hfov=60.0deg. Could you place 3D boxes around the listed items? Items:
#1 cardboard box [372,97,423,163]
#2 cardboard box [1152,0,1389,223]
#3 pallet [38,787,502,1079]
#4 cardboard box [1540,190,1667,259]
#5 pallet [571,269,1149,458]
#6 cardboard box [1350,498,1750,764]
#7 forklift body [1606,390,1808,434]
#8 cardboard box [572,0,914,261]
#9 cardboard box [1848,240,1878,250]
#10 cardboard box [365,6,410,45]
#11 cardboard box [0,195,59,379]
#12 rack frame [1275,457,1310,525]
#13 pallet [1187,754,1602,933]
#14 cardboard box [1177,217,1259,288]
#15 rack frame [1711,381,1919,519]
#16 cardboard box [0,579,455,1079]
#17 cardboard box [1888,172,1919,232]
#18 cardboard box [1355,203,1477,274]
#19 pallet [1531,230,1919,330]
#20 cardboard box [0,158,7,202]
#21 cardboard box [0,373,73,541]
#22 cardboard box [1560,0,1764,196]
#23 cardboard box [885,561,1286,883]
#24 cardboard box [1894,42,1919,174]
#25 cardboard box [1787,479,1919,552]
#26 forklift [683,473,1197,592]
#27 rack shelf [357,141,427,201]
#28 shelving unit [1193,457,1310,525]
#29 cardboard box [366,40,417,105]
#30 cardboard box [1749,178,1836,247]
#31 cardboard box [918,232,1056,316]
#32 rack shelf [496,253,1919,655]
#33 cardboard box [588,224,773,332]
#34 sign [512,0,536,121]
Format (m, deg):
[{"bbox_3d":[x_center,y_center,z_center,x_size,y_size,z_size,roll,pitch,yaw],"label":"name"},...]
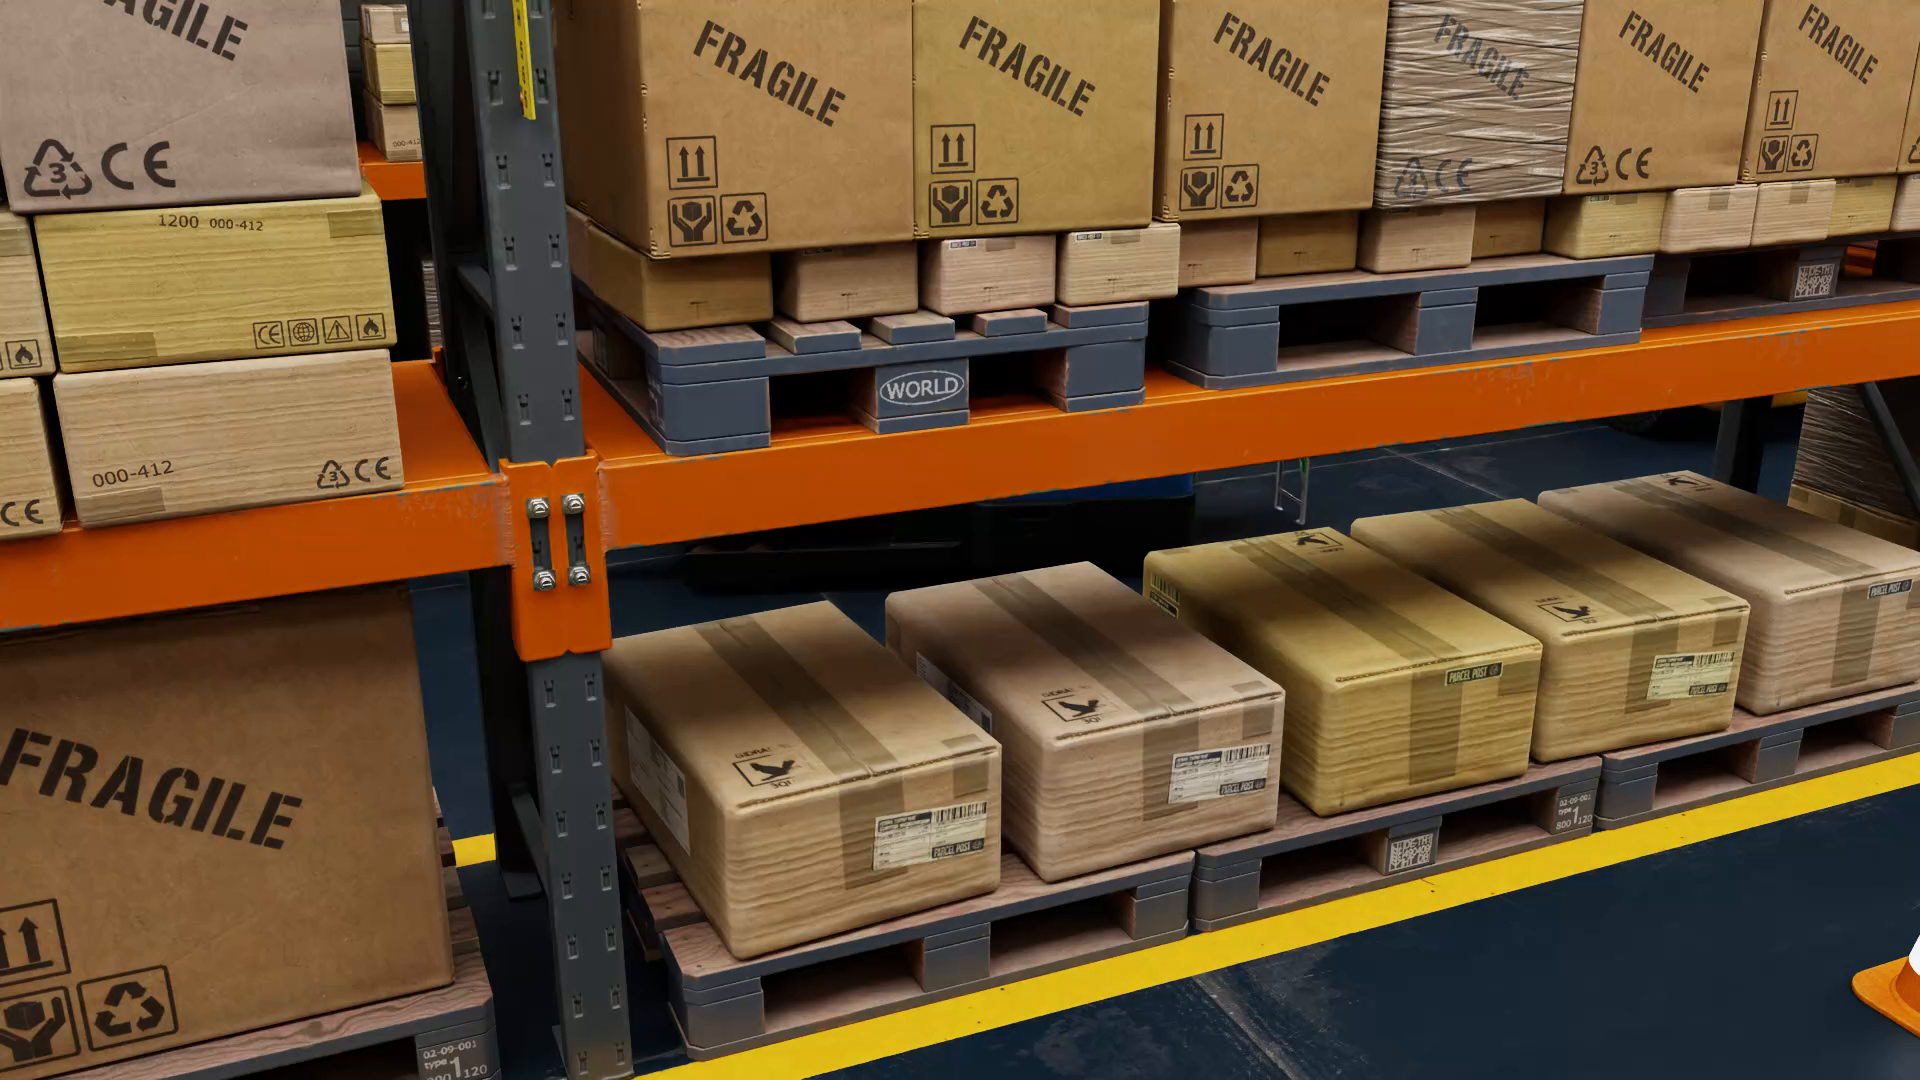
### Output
[{"bbox_3d":[-2.386,-1.885,7.585,0.500,0.250,0.500,-8,21,-22],"label":"cardboard box"},{"bbox_3d":[0.545,-0.975,3.545,0.500,0.500,0.500,-8,21,-21],"label":"cardboard box"},{"bbox_3d":[-1.674,0.937,3.542,1.213,0.211,1.003,-8,21,-22],"label":"pallet"},{"bbox_3d":[1.447,-0.783,3.974,0.250,0.149,0.380,-8,21,-22],"label":"cardboard box"},{"bbox_3d":[-0.308,-0.494,3.698,1.003,0.211,1.213,-8,21,-22],"label":"pallet"},{"bbox_3d":[1.613,0.222,4.699,0.625,0.372,0.950,-7,21,-19],"label":"cardboard box"},{"bbox_3d":[3.437,-1.818,8.447,1.214,2.155,2.313,-8,21,-22],"label":"forklift body"},{"bbox_3d":[-0.416,-0.833,3.140,0.500,0.500,0.500,-9,21,-23],"label":"cardboard box"},{"bbox_3d":[2.927,-1.002,5.228,0.250,0.149,0.380,-8,21,-22],"label":"cardboard box"},{"bbox_3d":[-2.481,-2.277,7.345,0.250,0.149,0.380,-7,21,-20],"label":"cardboard box"},{"bbox_3d":[-1.734,-0.414,2.654,0.500,0.250,0.500,-9,21,-23],"label":"cardboard box"},{"bbox_3d":[1.348,-0.664,6.600,0.015,1.200,0.240,-6,20,-15],"label":"rack frame"},{"bbox_3d":[0.916,0.595,4.514,1.213,0.211,1.003,-8,21,-22],"label":"pallet"},{"bbox_3d":[0.445,-0.658,3.622,0.250,0.149,0.380,-7,21,-19],"label":"cardboard box"},{"bbox_3d":[2.752,-0.985,4.802,0.127,3.000,1.000,-8,21,-22],"label":"rack frame"},{"bbox_3d":[-1.588,0.411,3.405,0.875,0.875,0.875,-8,21,-22],"label":"cardboard box"},{"bbox_3d":[2.389,-0.913,4.343,0.250,0.149,0.380,-8,21,-21],"label":"cardboard box"},{"bbox_3d":[0.955,-0.722,3.802,0.250,0.149,0.380,-7,21,-20],"label":"cardboard box"},{"bbox_3d":[1.993,-0.838,4.675,1.213,0.211,1.003,-8,21,-22],"label":"pallet"},{"bbox_3d":[-1.759,-0.760,2.507,0.500,0.500,0.500,-8,21,-21],"label":"cardboard box"},{"bbox_3d":[-1.745,-0.170,2.714,0.500,0.250,0.500,-8,21,-21],"label":"cardboard box"},{"bbox_3d":[1.488,-1.108,3.921,0.500,0.500,0.500,-7,21,-20],"label":"cardboard box"},{"bbox_3d":[0.277,0.412,4.160,0.625,0.372,0.950,-9,21,-23],"label":"cardboard box"},{"bbox_3d":[2.419,-1.240,4.295,0.500,0.500,0.500,-9,21,-23],"label":"cardboard box"},{"bbox_3d":[3.189,-0.046,5.643,0.500,0.250,0.500,-7,21,-19],"label":"cardboard box"},{"bbox_3d":[-0.675,-1.377,6.020,3.031,2.935,1.130,-2,19,-4],"label":"forklift"},{"bbox_3d":[-1.054,-1.896,8.472,4.000,0.370,1.077,-8,21,-22],"label":"rack shelf"},{"bbox_3d":[1.113,-0.641,6.536,0.503,1.200,0.258,-6,20,-15],"label":"shelving unit"},{"bbox_3d":[-2.376,-2.113,7.480,0.500,0.250,0.500,-8,21,-22],"label":"cardboard box"},{"bbox_3d":[1.918,-0.838,4.132,0.250,0.149,0.380,-9,21,-23],"label":"cardboard box"},{"bbox_3d":[-0.006,-0.573,3.379,0.250,0.149,0.380,-10,22,-25],"label":"cardboard box"},{"bbox_3d":[0.916,-0.382,4.175,4.000,0.370,1.077,-8,21,-22],"label":"rack shelf"},{"bbox_3d":[-0.548,-0.524,3.240,0.250,0.149,0.380,-9,22,-25],"label":"cardboard box"},{"bbox_3d":[-0.698,-0.836,2.636,0.005,0.325,0.100,-8,21,-22],"label":"sign"}]
